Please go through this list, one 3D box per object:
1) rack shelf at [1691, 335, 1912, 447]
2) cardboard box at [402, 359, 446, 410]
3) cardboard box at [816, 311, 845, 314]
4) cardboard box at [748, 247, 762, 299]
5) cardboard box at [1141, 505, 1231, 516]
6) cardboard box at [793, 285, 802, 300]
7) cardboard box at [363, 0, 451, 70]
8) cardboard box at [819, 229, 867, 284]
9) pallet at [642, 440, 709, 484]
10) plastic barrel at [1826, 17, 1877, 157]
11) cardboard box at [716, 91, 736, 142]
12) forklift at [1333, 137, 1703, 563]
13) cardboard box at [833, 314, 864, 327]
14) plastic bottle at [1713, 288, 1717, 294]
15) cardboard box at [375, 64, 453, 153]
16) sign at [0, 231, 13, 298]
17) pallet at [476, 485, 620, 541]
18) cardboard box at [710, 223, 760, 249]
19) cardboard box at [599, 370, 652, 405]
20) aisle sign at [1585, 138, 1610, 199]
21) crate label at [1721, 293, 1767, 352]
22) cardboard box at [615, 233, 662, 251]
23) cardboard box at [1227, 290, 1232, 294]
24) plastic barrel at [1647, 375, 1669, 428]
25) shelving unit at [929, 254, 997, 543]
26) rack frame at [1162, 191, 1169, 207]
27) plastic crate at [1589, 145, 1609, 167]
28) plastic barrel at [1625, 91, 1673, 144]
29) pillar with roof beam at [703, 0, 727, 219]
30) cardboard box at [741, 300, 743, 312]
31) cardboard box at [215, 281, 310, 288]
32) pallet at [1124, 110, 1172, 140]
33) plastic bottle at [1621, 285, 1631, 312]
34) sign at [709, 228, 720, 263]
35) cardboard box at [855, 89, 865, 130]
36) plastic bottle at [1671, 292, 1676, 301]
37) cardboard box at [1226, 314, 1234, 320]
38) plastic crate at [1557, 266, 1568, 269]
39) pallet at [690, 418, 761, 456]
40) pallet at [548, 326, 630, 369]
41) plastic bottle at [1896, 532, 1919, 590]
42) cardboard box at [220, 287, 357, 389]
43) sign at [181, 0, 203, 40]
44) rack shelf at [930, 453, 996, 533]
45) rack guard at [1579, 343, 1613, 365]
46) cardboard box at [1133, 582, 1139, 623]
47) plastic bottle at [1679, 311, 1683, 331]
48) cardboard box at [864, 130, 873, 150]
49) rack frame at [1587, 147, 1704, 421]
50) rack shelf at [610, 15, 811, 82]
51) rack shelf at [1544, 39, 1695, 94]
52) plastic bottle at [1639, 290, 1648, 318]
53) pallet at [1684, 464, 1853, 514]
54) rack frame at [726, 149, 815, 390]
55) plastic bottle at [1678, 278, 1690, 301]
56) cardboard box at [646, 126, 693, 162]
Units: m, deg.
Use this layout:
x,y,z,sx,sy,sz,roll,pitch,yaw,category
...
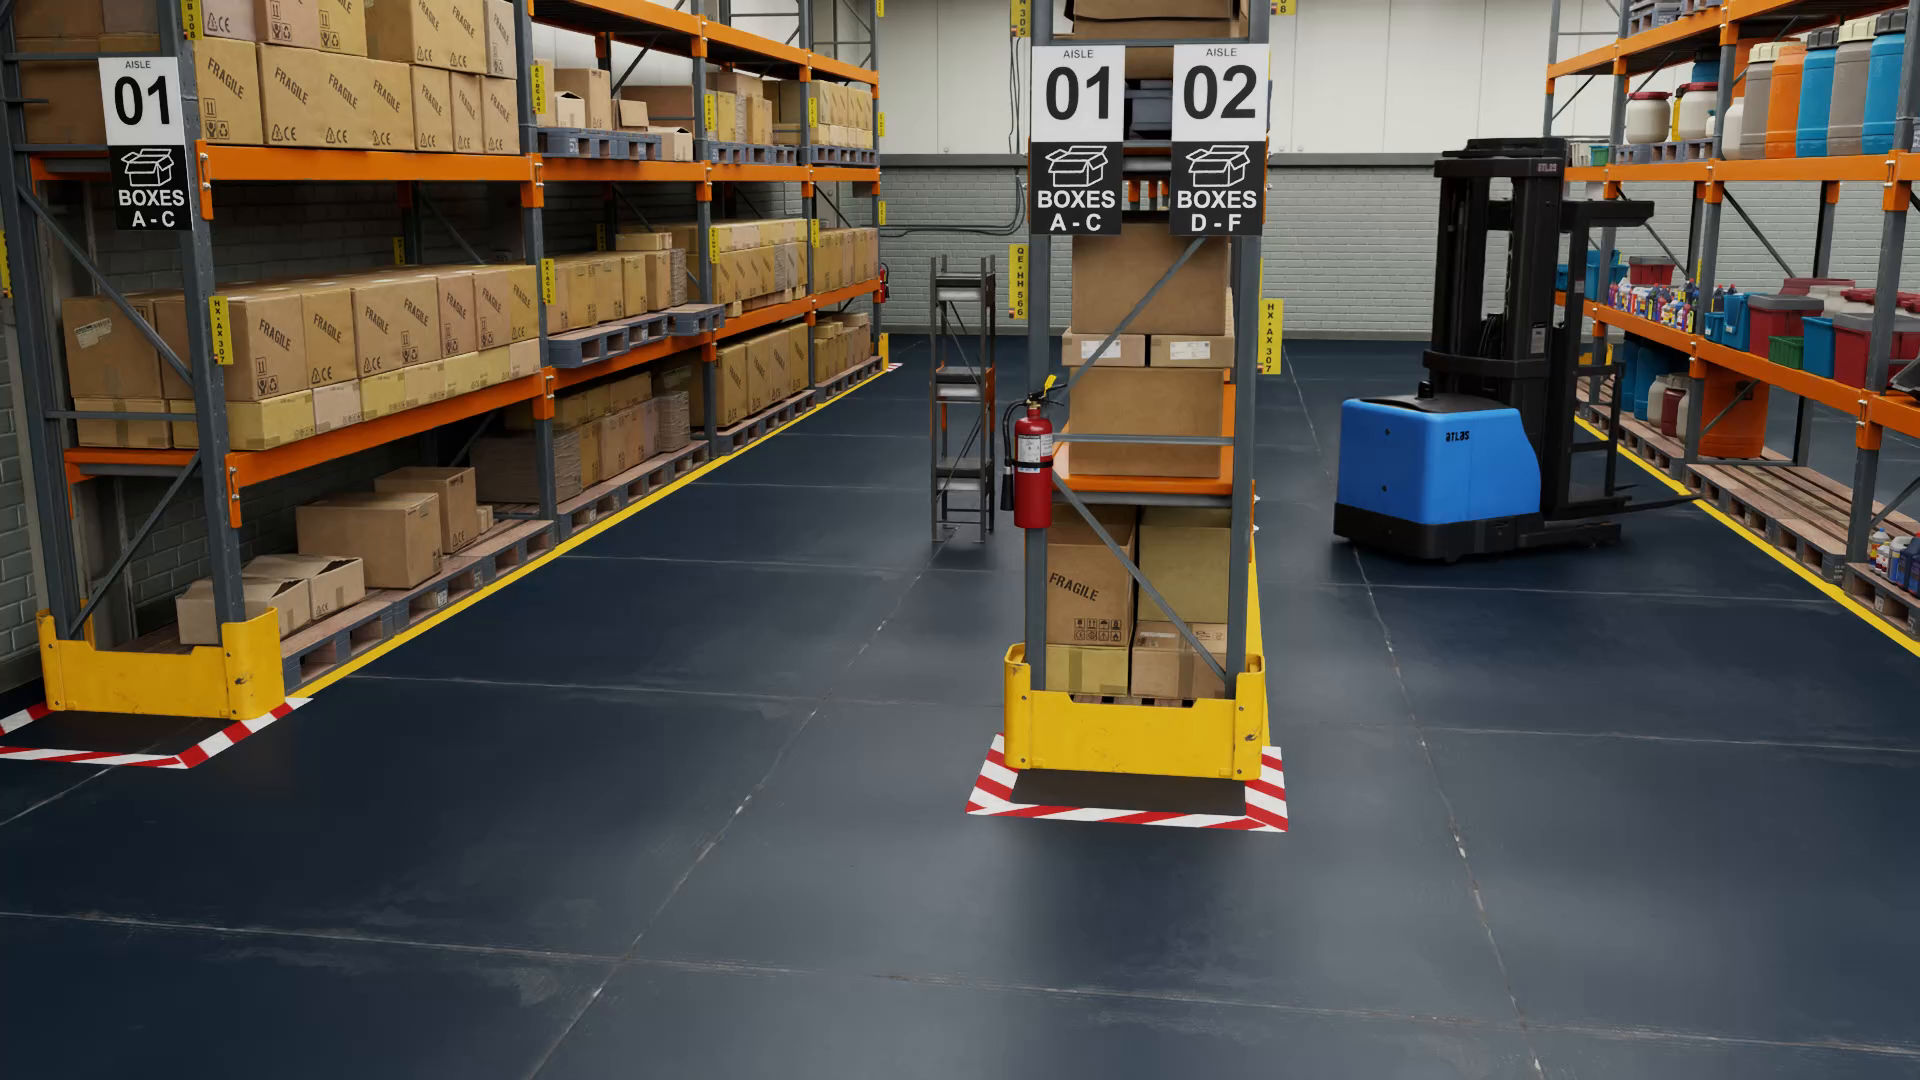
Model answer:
x,y,z,sx,sy,sz,roll,pitch,yaw,category
6.619,-1.179,12.550,1.077,0.370,4.000,2,12,9,rack shelf
-3.474,-0.950,10.088,0.500,0.250,0.500,2,12,9,cardboard box
-1.819,-3.117,23.233,0.380,0.149,0.250,2,12,9,cardboard box
-2.368,-2.776,17.266,0.500,0.500,0.500,2,12,8,cardboard box
1.244,0.017,9.046,0.500,0.500,0.500,2,12,9,cardboard box
-2.035,-2.854,19.167,0.380,0.149,0.250,2,12,10,cardboard box
-3.431,-3.112,10.036,0.500,0.500,0.500,1,12,7,cardboard box
-1.801,-3.821,22.393,0.980,0.700,0.700,2,12,8,cardboard box
-2.984,-0.742,15.434,1.003,0.211,1.213,2,12,9,pallet
6.276,-3.074,11.329,0.600,0.901,0.600,0,12,0,plastic barrel
-2.717,-4.327,17.052,0.700,0.500,0.500,3,12,12,cardboard box
4.325,-1.469,12.355,3.031,2.935,1.130,-6,14,-27,forklift
-1.519,-2.999,22.684,0.380,0.149,0.250,2,12,10,cardboard box
7.646,-2.417,16.883,0.152,0.276,0.135,2,12,9,plastic bottle
-3.449,-2.625,10.150,0.500,0.500,0.500,1,12,6,cardboard box
-4.638,-1.345,8.115,0.100,0.325,0.005,2,12,9,sign
-3.359,-0.234,13.078,1.003,0.211,1.213,2,12,9,pallet
-2.383,-3.140,17.175,0.500,0.250,0.500,2,12,9,cardboard box
-3.071,-1.359,14.789,0.500,0.250,0.500,2,12,10,cardboard box
8.458,-4.888,21.885,0.394,0.787,0.004,2,12,9,aisle sign
6.507,-1.766,13.483,0.502,0.435,0.616,2,12,9,crate label
-2.921,-2.708,15.119,0.380,0.149,0.250,0,12,-1,cardboard box
1.548,-1.526,10.678,0.380,0.149,0.250,2,12,7,cardboard box
7.157,-1.394,16.748,0.421,0.512,0.421,0,12,0,plastic barrel
0.025,-1.061,12.432,0.431,2.100,0.503,2,12,9,shelving unit
3.263,-3.773,22.882,1.000,3.000,0.127,2,12,9,rack frame
7.367,-4.364,18.898,0.416,0.233,0.300,2,12,9,plastic crate
7.213,-4.416,17.424,0.433,0.535,0.433,0,12,0,plastic barrel
1.260,-6.067,19.286,9.100,9.000,0.400,2,12,9,pillar with roof beam
-2.463,-2.431,17.202,0.380,0.149,0.250,2,12,10,cardboard box
-4.068,-1.223,9.575,0.500,0.500,0.500,2,12,7,cardboard box
1.122,-2.267,8.981,1.003,0.211,1.213,2,12,9,pallet
6.993,-2.533,17.432,0.097,0.271,0.097,0,12,0,plastic bottle
-2.325,-2.779,15.709,0.100,0.325,0.005,2,12,9,sign
-1.563,-5.682,21.959,0.500,0.500,0.500,2,12,10,cardboard box
6.914,-2.259,16.134,0.061,0.283,0.133,2,12,9,plastic bottle
1.233,-1.098,8.692,0.380,0.149,0.250,1,12,7,cardboard box
7.693,-3.382,21.320,0.416,0.233,0.300,2,12,9,plastic crate
-2.667,-1.066,16.939,1.003,0.211,1.213,2,12,9,pallet
-3.216,-1.496,12.768,1.003,0.211,1.213,2,12,9,pallet
5.777,0.121,10.058,0.144,0.351,0.185,2,12,10,plastic bottle
-3.636,-1.097,8.994,0.500,0.500,0.500,2,12,9,cardboard box
-3.557,-2.478,7.678,0.100,0.325,0.005,2,12,9,sign
0.025,-0.363,12.582,0.431,0.518,0.480,2,12,9,rack shelf
8.148,-2.395,22.422,1.175,0.500,0.348,2,12,9,rack guard
0.733,0.367,9.203,0.500,0.250,0.500,2,12,9,cardboard box
6.639,-2.019,15.213,0.097,0.201,0.097,0,12,0,plastic bottle
-1.482,-5.419,22.520,0.500,0.250,0.500,2,12,10,cardboard box
7.542,-2.779,18.269,1.000,3.000,0.127,2,12,9,rack frame
-2.555,-5.069,17.313,1.077,0.370,4.000,2,12,9,rack shelf
7.850,-5.581,19.687,1.077,0.370,4.000,2,12,9,rack shelf
6.871,-2.368,16.667,0.097,0.271,0.097,0,12,0,plastic bottle
6.769,-0.423,13.957,1.003,0.211,1.213,2,12,9,pallet
-2.247,-3.100,19.759,1.000,3.000,0.127,2,12,9,rack frame
7.581,-2.558,17.359,0.144,0.351,0.185,2,12,9,plastic bottle
-2.706,-3.541,14.850,0.500,0.311,0.500,2,12,9,cardboard box
